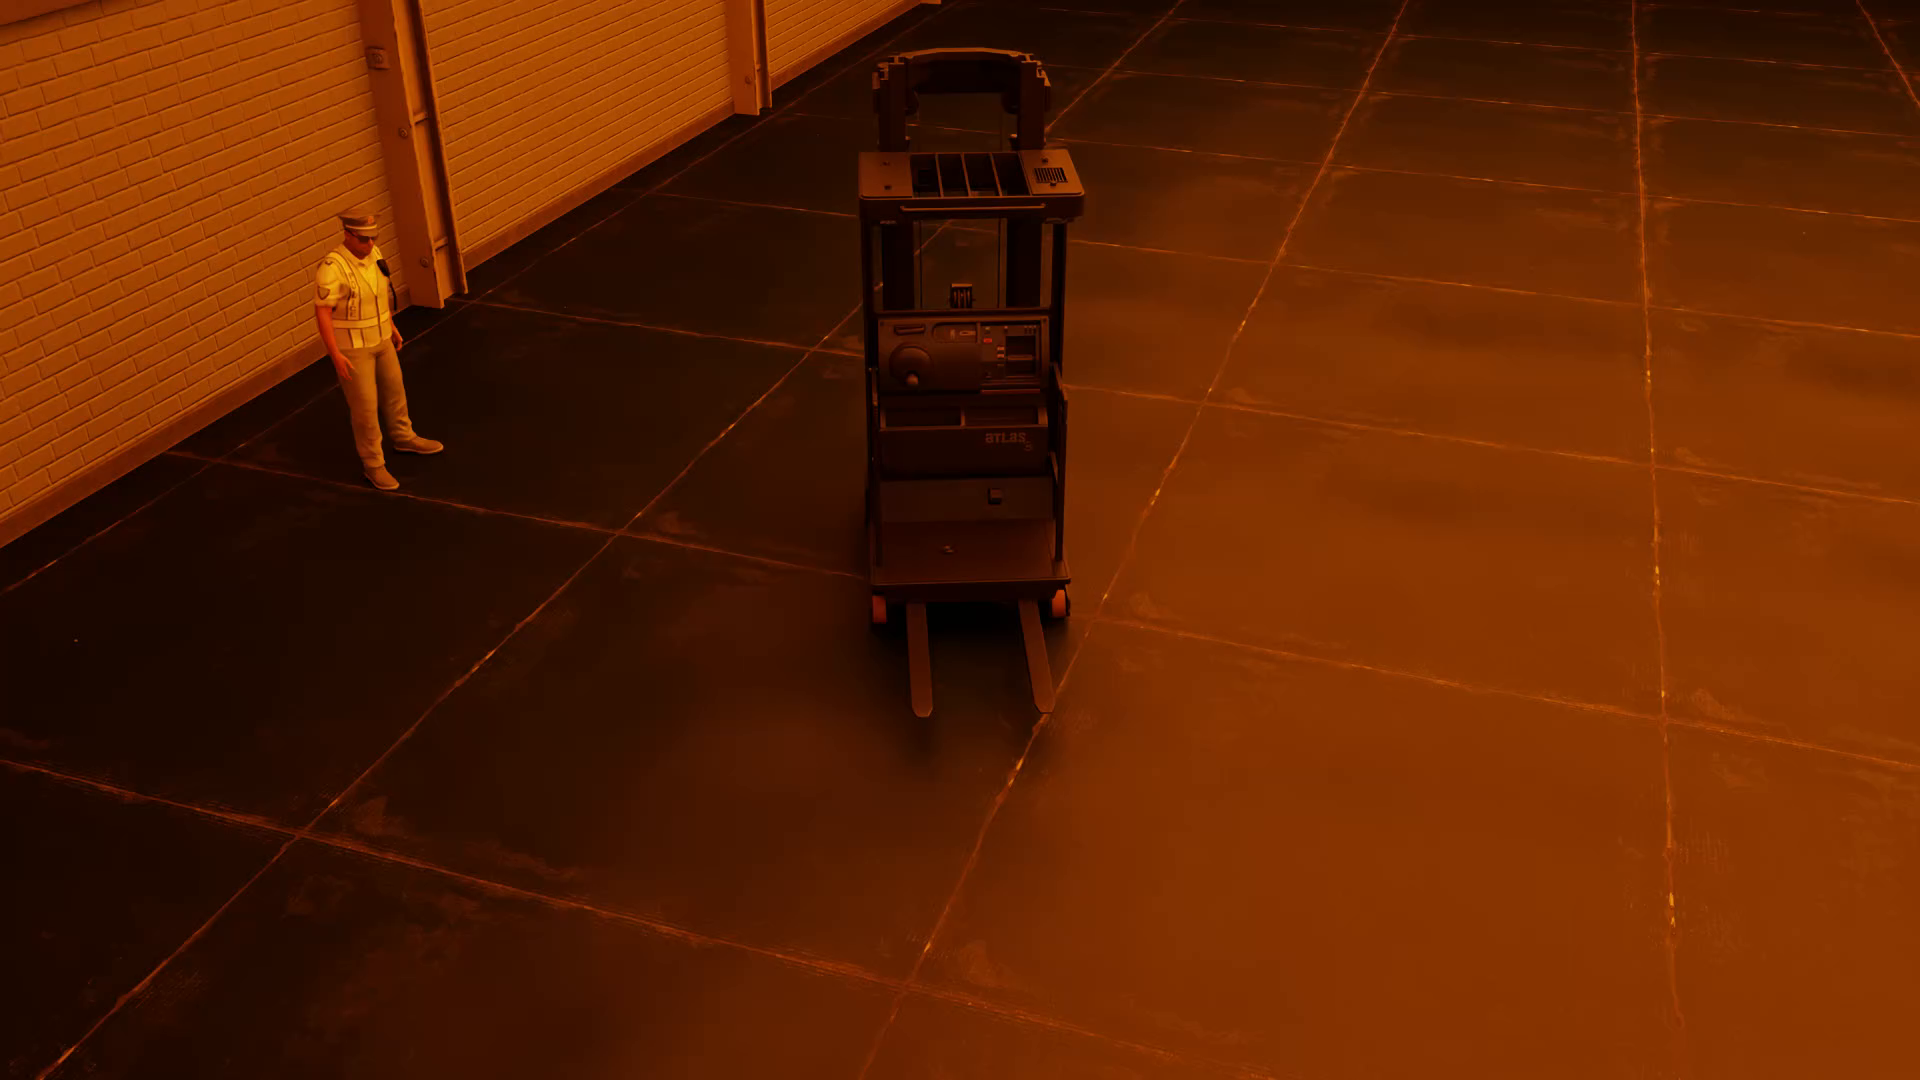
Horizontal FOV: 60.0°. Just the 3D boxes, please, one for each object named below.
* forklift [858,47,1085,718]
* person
[{"bbox_3d":[0.035,-0.972,8.842,1.130,2.935,3.031,-2,30,-3],"label":"forklift"},{"bbox_3d":[-3.741,-1.247,10.520,0.482,1.755,0.674,10,31,18],"label":"person"}]
